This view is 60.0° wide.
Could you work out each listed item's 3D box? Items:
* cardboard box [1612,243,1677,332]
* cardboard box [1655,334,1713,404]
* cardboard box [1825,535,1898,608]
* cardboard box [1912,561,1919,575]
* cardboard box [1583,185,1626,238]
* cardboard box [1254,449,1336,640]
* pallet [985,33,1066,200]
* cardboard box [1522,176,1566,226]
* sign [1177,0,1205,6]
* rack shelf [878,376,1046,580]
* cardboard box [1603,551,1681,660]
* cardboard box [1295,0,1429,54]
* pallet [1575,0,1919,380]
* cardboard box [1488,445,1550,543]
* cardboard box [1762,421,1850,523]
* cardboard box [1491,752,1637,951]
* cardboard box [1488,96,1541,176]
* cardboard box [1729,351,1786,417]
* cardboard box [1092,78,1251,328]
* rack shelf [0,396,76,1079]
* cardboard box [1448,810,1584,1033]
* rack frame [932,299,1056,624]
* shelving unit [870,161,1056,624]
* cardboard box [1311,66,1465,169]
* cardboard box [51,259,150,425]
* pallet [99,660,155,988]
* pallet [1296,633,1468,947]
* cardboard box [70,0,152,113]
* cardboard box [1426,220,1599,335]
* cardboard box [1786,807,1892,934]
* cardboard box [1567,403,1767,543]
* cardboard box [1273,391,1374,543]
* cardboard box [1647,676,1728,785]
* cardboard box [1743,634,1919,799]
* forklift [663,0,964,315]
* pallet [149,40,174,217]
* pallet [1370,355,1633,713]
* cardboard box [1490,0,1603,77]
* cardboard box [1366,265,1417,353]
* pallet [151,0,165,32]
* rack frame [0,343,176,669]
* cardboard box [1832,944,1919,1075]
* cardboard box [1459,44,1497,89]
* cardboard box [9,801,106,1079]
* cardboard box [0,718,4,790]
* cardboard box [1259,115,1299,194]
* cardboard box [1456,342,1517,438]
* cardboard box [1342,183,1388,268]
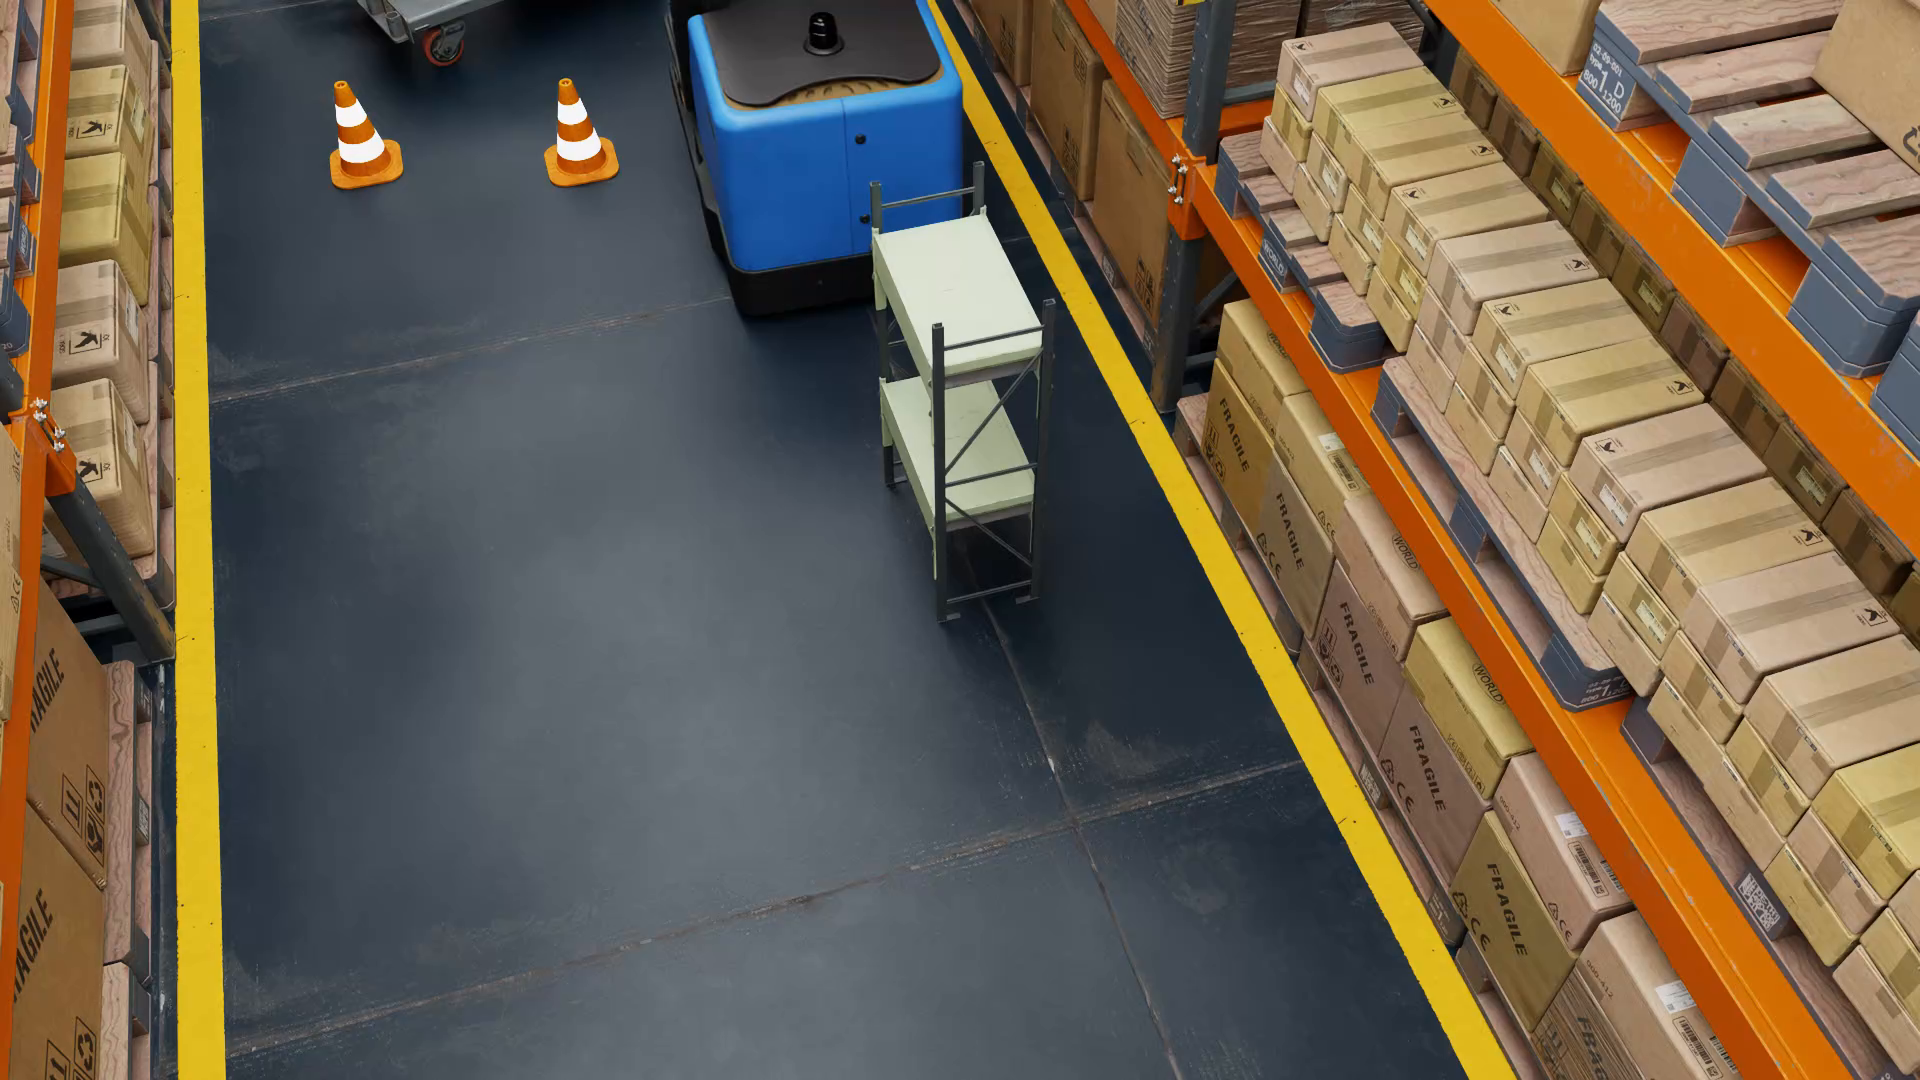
[{"bbox_3d":[2.185,-0.787,4.937,0.380,0.149,0.250,-14,51,-11],"label":"cardboard box"},{"bbox_3d":[2.257,-0.506,4.894,0.380,0.149,0.250,-12,51,-10],"label":"cardboard box"},{"bbox_3d":[2.497,0.075,4.404,0.380,0.149,0.250,-15,52,-13],"label":"cardboard box"},{"bbox_3d":[2.571,0.064,4.024,0.380,0.149,0.250,-14,51,-11],"label":"cardboard box"},{"bbox_3d":[2.113,-1.069,4.979,0.380,0.149,0.250,-12,51,-10],"label":"cardboard box"},{"bbox_3d":[1.416,-0.035,5.968,0.500,0.500,0.500,-13,51,-11],"label":"cardboard box"},{"bbox_3d":[0.780,-2.230,8.281,1.003,0.211,1.213,-13,51,-11],"label":"pallet"},{"bbox_3d":[2.031,-1.075,5.374,0.380,0.149,0.250,-13,51,-10],"label":"cardboard box"},{"bbox_3d":[0.769,-1.892,5.415,0.100,0.325,0.005,-13,51,-11],"label":"sign"},{"bbox_3d":[-0.002,-0.278,6.220,0.431,0.370,0.720,-13,51,-11],"label":"rack shelf"},{"bbox_3d":[1.864,0.116,4.175,0.380,0.149,0.250,-16,52,-13],"label":"cardboard box"},{"bbox_3d":[1.423,-2.068,6.255,0.500,0.500,0.500,-13,51,-11],"label":"cardboard box"},{"bbox_3d":[2.091,-0.863,3.466,1.213,0.211,1.003,-13,51,-11],"label":"pallet"},{"bbox_3d":[1.707,-0.170,4.611,0.380,0.149,0.250,-15,51,-12],"label":"cardboard box"},{"bbox_3d":[2.411,-0.224,4.462,0.380,0.149,0.250,-14,51,-12],"label":"cardboard box"},{"bbox_3d":[1.880,0.838,4.741,0.500,0.250,0.500,-11,51,-9],"label":"cardboard box"},{"bbox_3d":[1.960,-1.344,5.406,0.380,0.149,0.250,-12,51,-10],"label":"cardboard box"},{"bbox_3d":[2.337,-0.503,4.502,0.380,0.149,0.250,-12,51,-10],"label":"cardboard box"},{"bbox_3d":[1.204,-1.522,7.057,1.050,0.750,0.750,-14,51,-11],"label":"cardboard box"},{"bbox_3d":[-2.809,1.239,4.004,1.077,0.370,4.000,-13,51,-11],"label":"rack shelf"},{"bbox_3d":[1.870,1.087,5.022,0.500,0.500,0.500,-14,51,-12],"label":"cardboard box"},{"bbox_3d":[0.106,-0.221,5.745,0.400,1.500,0.023,-13,51,-11],"label":"rack frame"},{"bbox_3d":[-0.002,-0.488,5.970,0.431,1.500,0.755,-13,51,-11],"label":"shelving unit"},{"bbox_3d":[1.332,-1.315,5.187,0.380,0.149,0.250,-15,51,-12],"label":"cardboard box"},{"bbox_3d":[-3.784,-0.694,6.607,0.950,0.372,0.625,-14,51,-12],"label":"cardboard box"},{"bbox_3d":[-3.239,1.038,5.526,1.003,0.211,1.213,-13,51,-11],"label":"pallet"},{"bbox_3d":[1.885,0.713,5.801,1.003,0.211,1.213,-13,51,-11],"label":"pallet"},{"bbox_3d":[-4.426,-2.281,7.944,0.950,0.372,0.625,-13,51,-11],"label":"cardboard box"},{"bbox_3d":[1.560,-0.745,4.706,0.380,0.149,0.250,-11,51,-9],"label":"cardboard box"},{"bbox_3d":[2.096,0.687,3.694,0.380,0.149,0.250,-13,51,-11],"label":"cardboard box"},{"bbox_3d":[1.791,-0.172,4.223,0.380,0.149,0.250,-15,52,-13],"label":"cardboard box"},{"bbox_3d":[1.421,-0.289,5.691,0.500,0.250,0.500,-14,51,-11],"label":"cardboard box"},{"bbox_3d":[1.951,0.420,4.113,0.380,0.149,0.250,-16,52,-13],"label":"cardboard box"},{"bbox_3d":[2.021,0.395,3.746,0.380,0.149,0.250,-15,51,-12],"label":"cardboard box"},{"bbox_3d":[-0.836,-3.084,7.223,1.130,2.935,3.031,-11,51,-9],"label":"forklift"},{"bbox_3d":[-4.352,-1.908,8.010,1.003,0.211,1.213,-13,51,-11],"label":"pallet"},{"bbox_3d":[1.923,-0.148,4.828,1.003,0.211,1.213,-13,51,-11],"label":"pallet"},{"bbox_3d":[1.520,-1.441,3.765,0.500,0.500,0.500,-13,51,-11],"label":"cardboard box"},{"bbox_3d":[1.478,-0.739,5.090,0.380,0.149,0.250,-11,51,-9],"label":"cardboard box"},{"bbox_3d":[-4.816,-2.959,8.896,1.003,0.211,1.213,-13,51,-11],"label":"pallet"},{"bbox_3d":[-3.401,-0.453,4.960,1.000,3.000,0.127,-13,51,-11],"label":"rack frame"},{"bbox_3d":[2.174,0.975,3.645,0.380,0.149,0.250,-14,51,-12],"label":"cardboard box"},{"bbox_3d":[1.881,-1.638,5.459,0.380,0.149,0.250,-15,52,-12],"label":"cardboard box"},{"bbox_3d":[-3.016,1.272,4.621,0.875,0.875,0.875,-13,51,-11],"label":"cardboard box"},{"bbox_3d":[-2.703,0.647,4.131,0.500,0.250,0.500,-14,51,-11],"label":"cardboard box"},{"bbox_3d":[1.238,-1.328,5.587,0.380,0.149,0.250,-14,51,-11],"label":"cardboard box"},{"bbox_3d":[1.631,-0.458,4.659,0.380,0.149,0.250,-14,51,-11],"label":"cardboard box"},{"bbox_3d":[1.414,-1.006,5.121,0.380,0.149,0.250,-15,51,-12],"label":"cardboard box"}]
